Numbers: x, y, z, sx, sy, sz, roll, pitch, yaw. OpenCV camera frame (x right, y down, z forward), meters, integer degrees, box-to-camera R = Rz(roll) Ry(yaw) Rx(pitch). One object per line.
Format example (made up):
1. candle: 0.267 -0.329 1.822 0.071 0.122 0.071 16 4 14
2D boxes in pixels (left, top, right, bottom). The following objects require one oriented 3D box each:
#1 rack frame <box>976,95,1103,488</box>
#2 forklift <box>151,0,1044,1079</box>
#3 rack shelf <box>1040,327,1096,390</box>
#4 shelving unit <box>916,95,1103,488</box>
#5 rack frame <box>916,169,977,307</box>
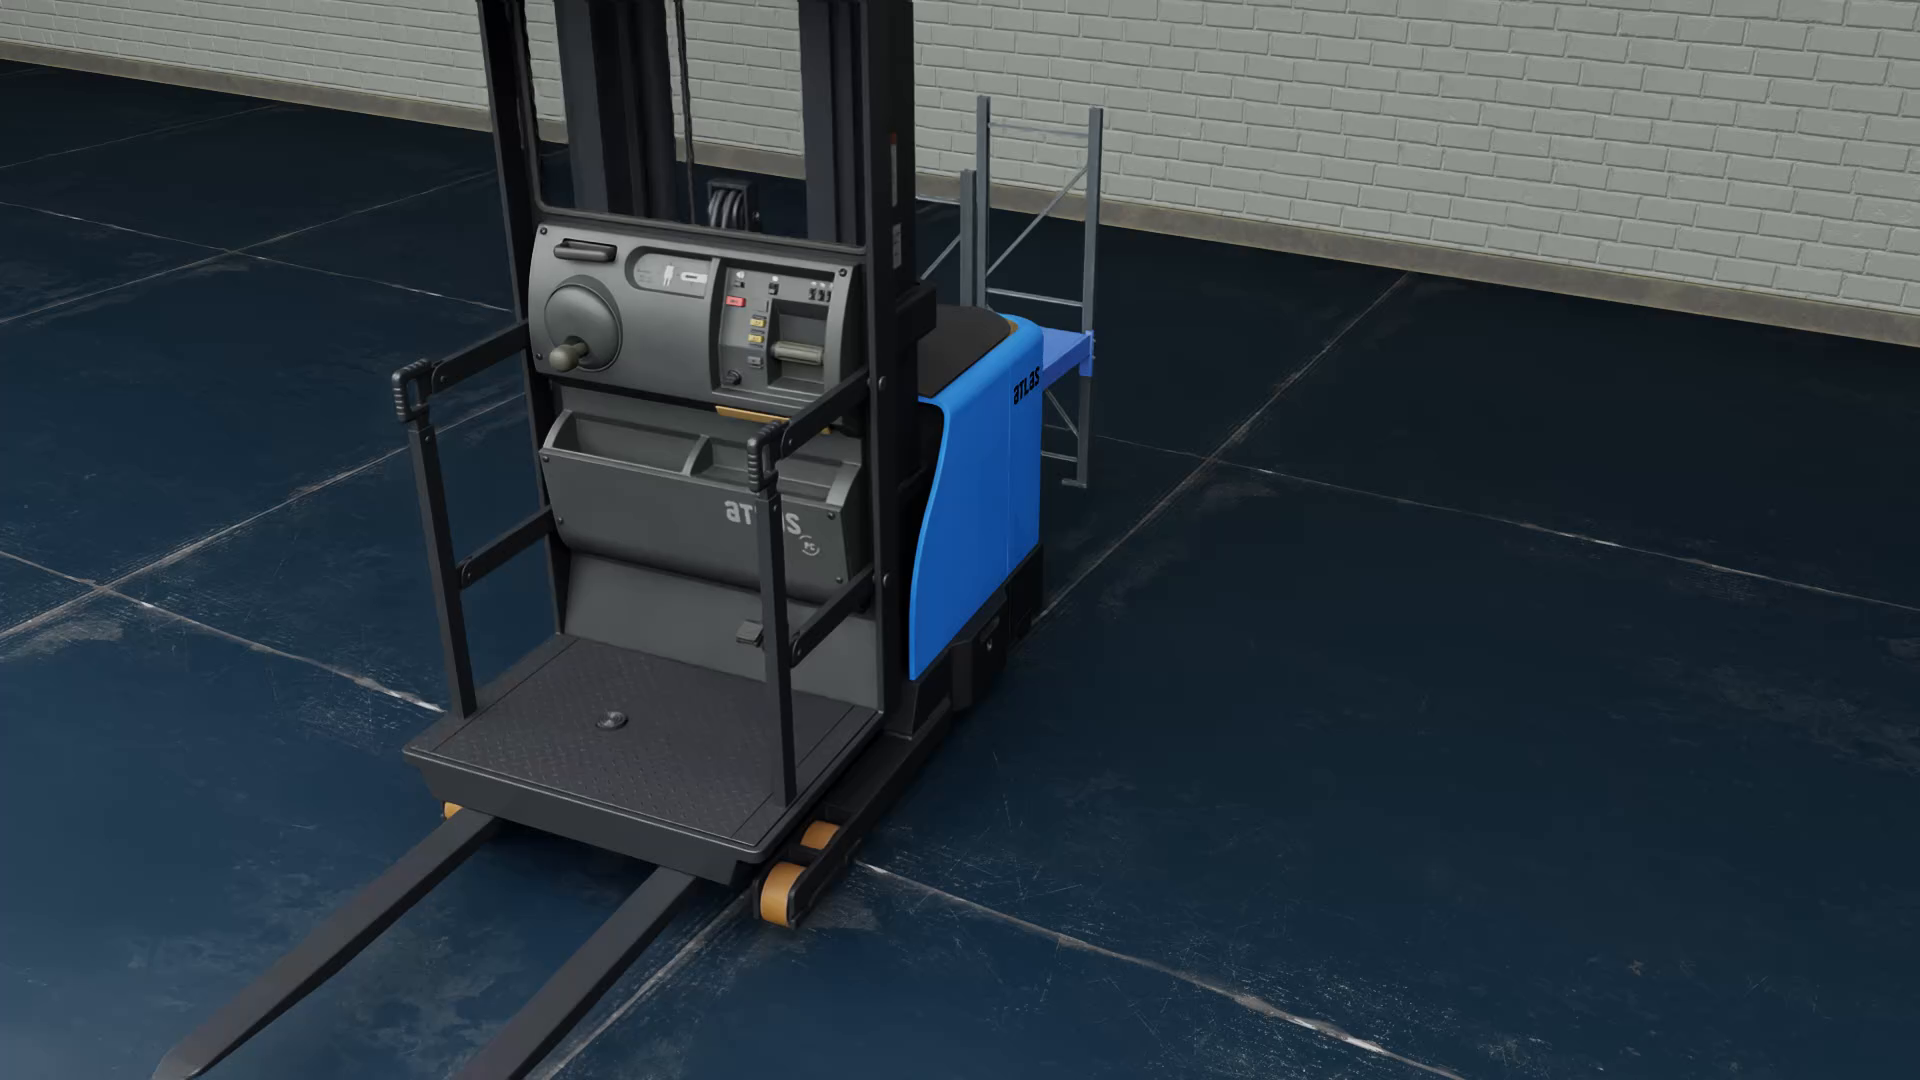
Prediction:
1. rack frame: 0.290 -0.938 6.449 0.500 1.500 0.032 13 29 24
2. forklift: -0.781 -0.537 4.048 1.130 2.935 3.031 11 29 21
3. rack shelf: 0.057 -0.575 6.125 0.538 0.185 1.000 13 29 24
4. shelving unit: 0.057 -0.736 6.045 0.538 1.500 1.048 13 29 24
5. rack frame: -0.176 -0.534 5.641 0.500 1.500 0.032 13 29 24
